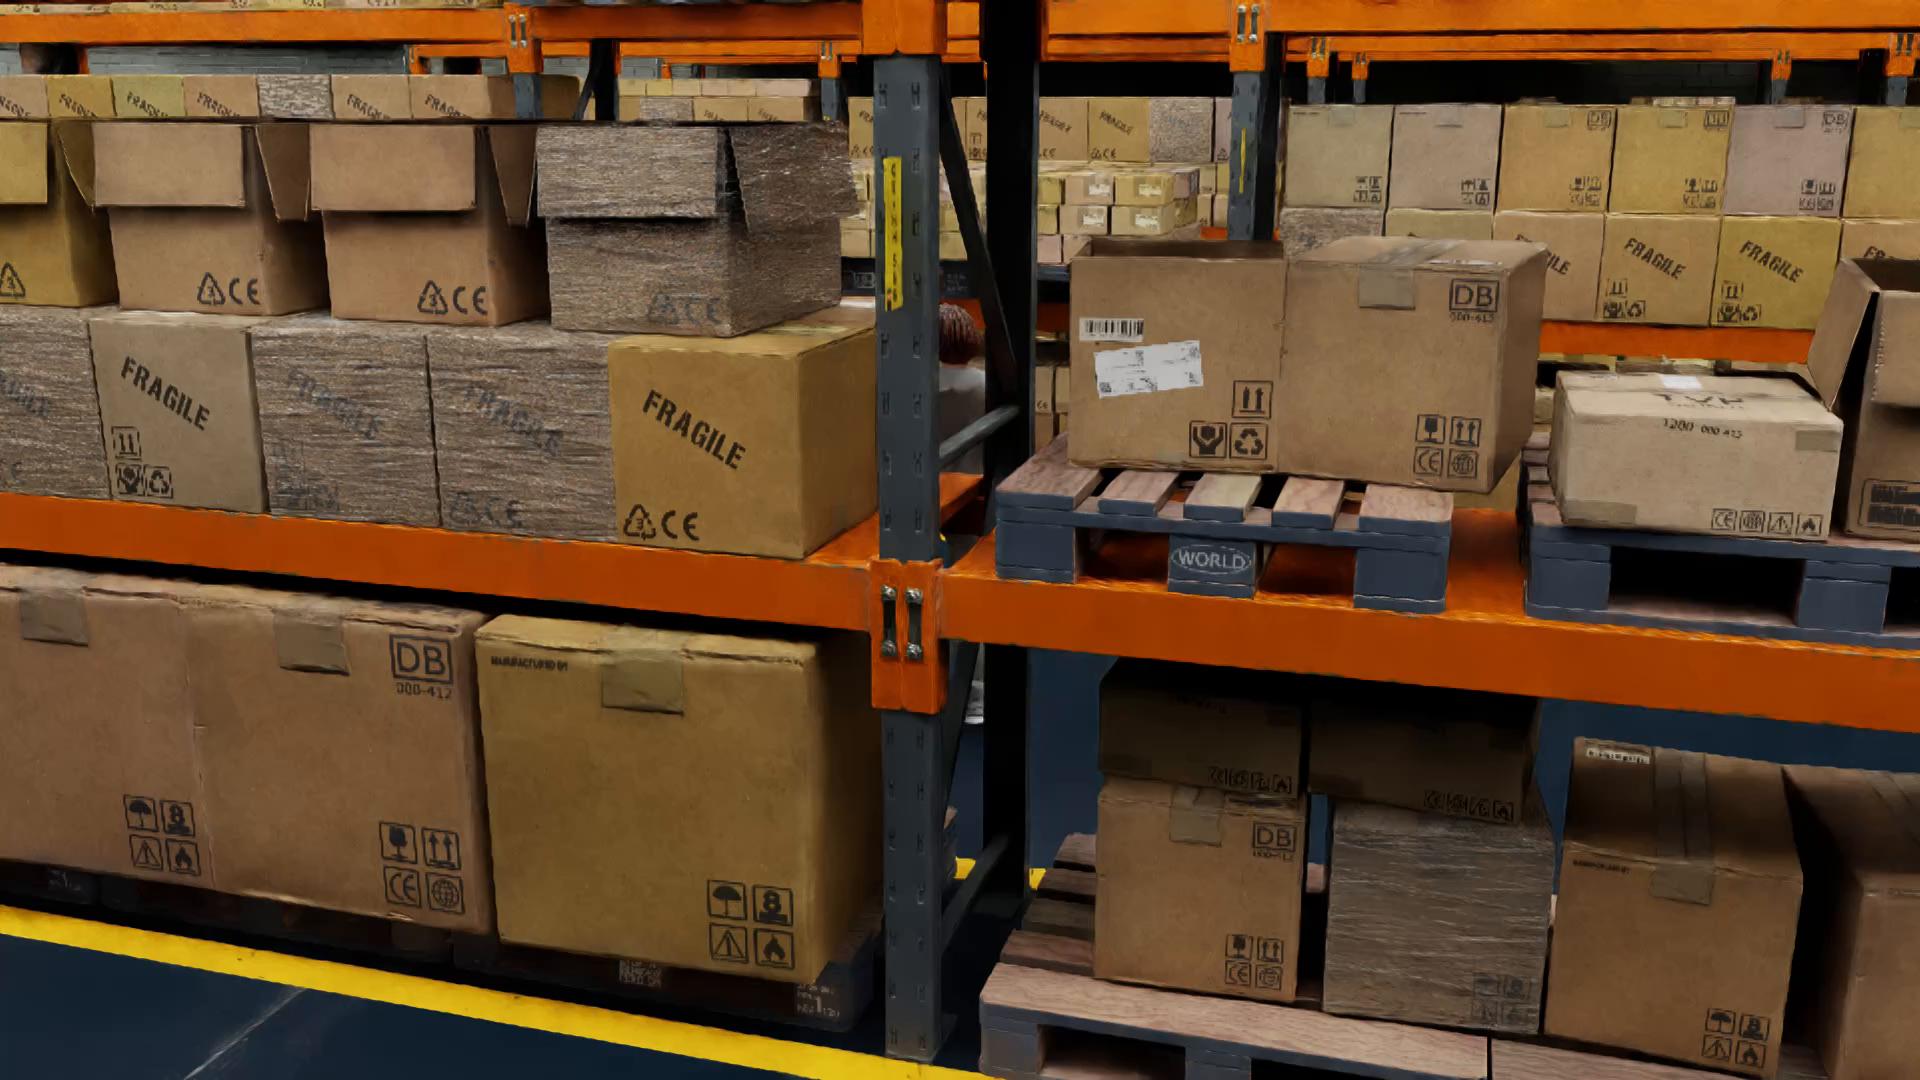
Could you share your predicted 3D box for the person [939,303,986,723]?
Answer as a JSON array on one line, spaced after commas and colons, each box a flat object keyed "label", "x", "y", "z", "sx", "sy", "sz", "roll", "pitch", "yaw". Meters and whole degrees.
[{"label": "person", "x": -0.048, "y": -0.090, "z": 6.277, "sx": 0.467, "sy": 1.605, "sz": 0.339, "roll": 2, "pitch": 15, "yaw": 8}]
